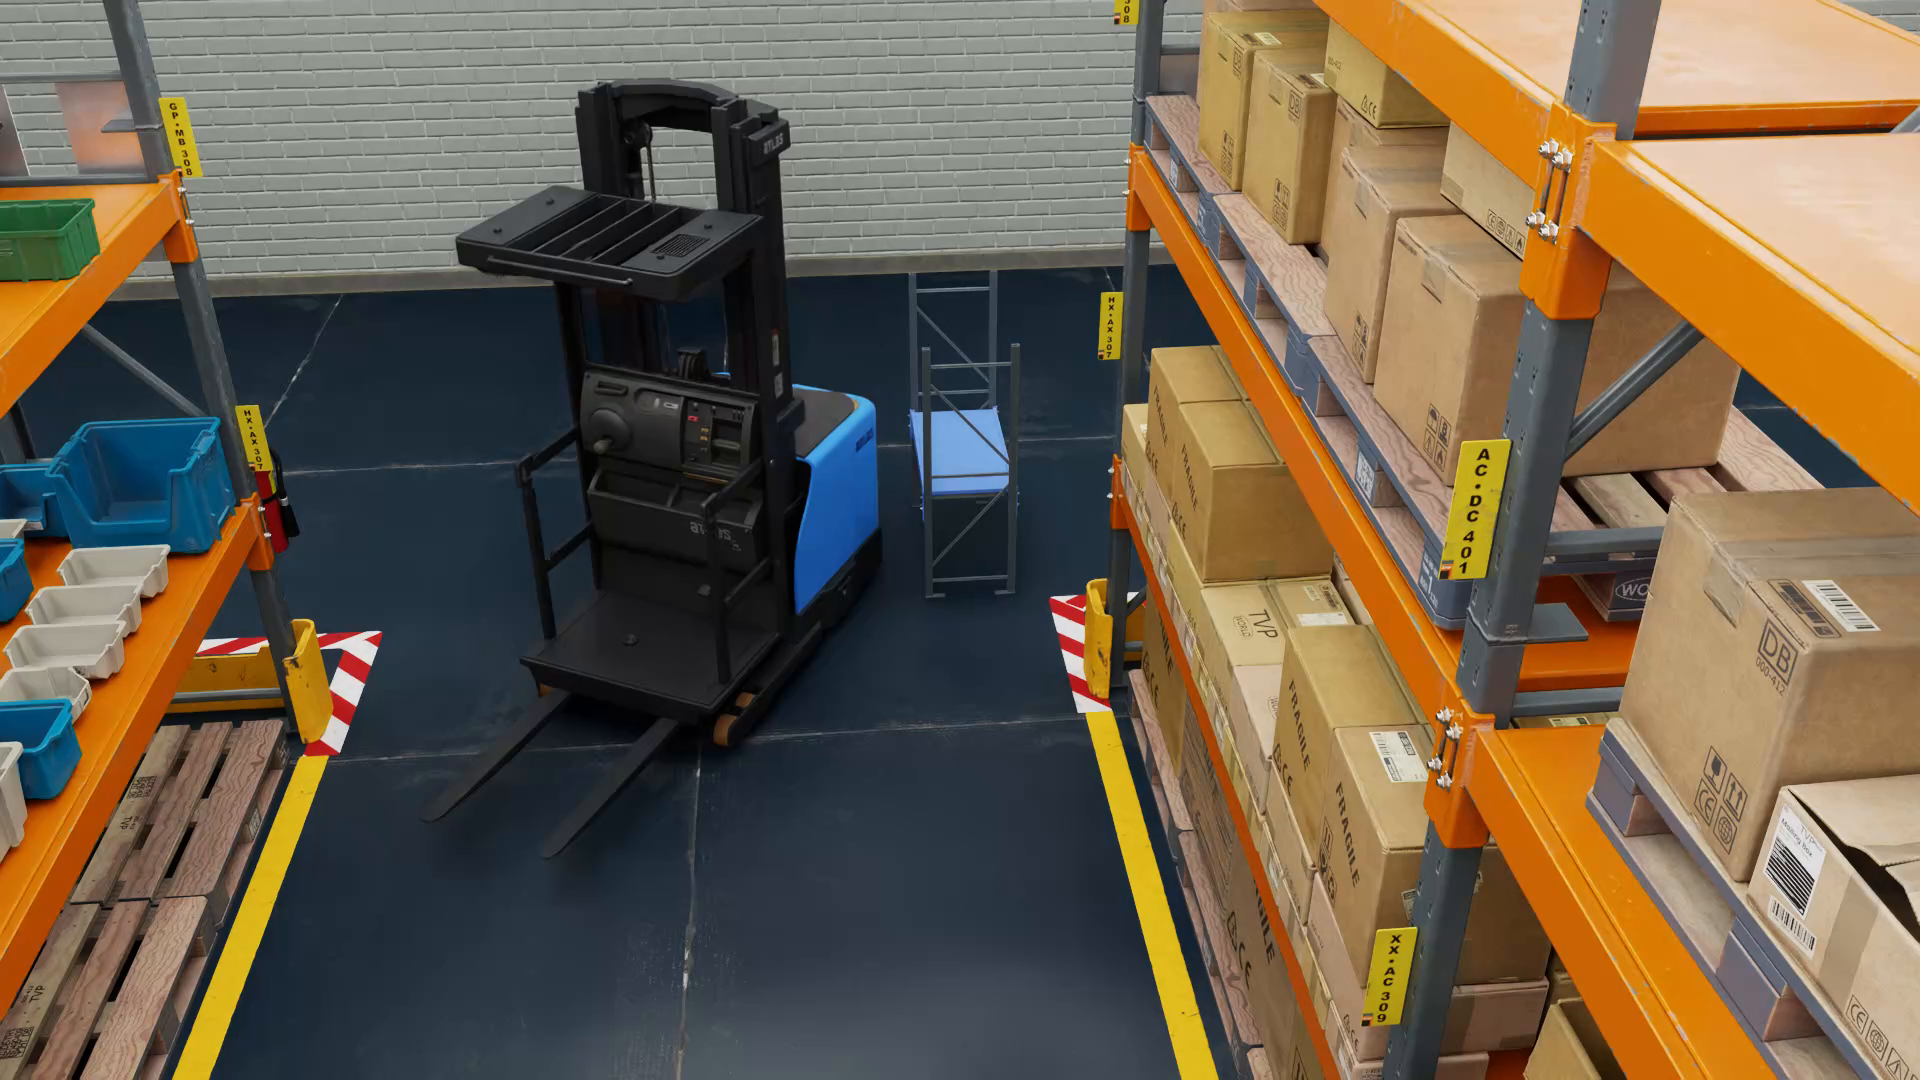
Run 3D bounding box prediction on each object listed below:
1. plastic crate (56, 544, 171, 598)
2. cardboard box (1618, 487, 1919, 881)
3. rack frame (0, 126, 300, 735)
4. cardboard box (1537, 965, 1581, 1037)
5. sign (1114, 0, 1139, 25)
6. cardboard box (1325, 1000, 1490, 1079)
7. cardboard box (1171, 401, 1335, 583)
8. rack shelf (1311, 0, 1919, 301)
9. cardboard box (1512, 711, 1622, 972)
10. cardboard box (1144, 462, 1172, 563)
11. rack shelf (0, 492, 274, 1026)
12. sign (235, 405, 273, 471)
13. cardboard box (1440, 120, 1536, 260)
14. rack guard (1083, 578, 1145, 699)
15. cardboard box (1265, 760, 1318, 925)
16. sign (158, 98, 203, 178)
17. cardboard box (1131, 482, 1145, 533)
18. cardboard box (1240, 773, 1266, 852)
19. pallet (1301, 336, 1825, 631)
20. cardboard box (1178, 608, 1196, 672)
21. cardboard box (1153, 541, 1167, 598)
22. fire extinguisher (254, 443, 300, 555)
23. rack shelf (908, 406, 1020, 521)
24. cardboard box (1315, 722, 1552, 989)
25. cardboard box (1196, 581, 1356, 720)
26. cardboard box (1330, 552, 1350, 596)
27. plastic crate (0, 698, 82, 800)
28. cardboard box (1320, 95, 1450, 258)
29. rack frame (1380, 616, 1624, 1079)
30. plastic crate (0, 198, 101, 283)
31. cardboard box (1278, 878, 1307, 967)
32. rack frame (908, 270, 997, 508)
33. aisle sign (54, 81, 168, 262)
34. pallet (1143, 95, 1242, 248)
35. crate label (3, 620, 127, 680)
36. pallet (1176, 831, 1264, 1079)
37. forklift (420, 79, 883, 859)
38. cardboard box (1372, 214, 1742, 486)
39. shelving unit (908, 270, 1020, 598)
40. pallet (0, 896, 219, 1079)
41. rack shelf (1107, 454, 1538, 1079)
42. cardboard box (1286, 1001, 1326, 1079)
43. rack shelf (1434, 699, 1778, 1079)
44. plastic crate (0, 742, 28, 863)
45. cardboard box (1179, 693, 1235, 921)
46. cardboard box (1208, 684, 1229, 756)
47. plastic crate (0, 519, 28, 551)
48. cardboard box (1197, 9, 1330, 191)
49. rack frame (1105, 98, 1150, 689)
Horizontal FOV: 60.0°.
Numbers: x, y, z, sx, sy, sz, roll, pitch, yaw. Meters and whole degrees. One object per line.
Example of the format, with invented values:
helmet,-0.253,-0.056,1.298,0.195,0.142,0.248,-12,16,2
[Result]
plastic crate,-3.440,0.147,6.777,0.396,0.136,0.243,-3,31,-5
cardboard box,1.673,0.242,2.988,0.700,0.500,0.500,-2,31,-3
rack frame,-3.697,-0.348,7.407,1.000,3.000,0.127,-3,31,-5
cardboard box,1.825,1.141,4.770,0.500,0.250,0.500,-3,31,-5
sign,0.682,-2.258,6.752,0.100,0.325,0.005,-3,31,-5
cardboard box,1.254,1.425,4.684,0.380,0.149,0.250,-3,31,-4
cardboard box,1.112,-0.193,6.273,0.500,0.500,0.500,-4,31,-6
rack shelf,1.422,-1.659,4.844,1.077,0.370,4.000,-3,31,-5
cardboard box,1.818,0.815,4.585,0.500,0.500,0.500,-3,31,-5
cardboard box,1.066,-0.125,6.891,0.500,0.250,0.500,-3,31,-5
rack shelf,-3.510,0.982,5.882,1.077,0.370,4.000,-3,31,-5
sign,-3.150,-0.452,7.424,0.100,0.325,0.005,-3,31,-5
cardboard box,1.527,-0.899,4.070,0.500,0.250,0.500,-5,31,-8
rack guard,1.233,0.476,8.466,1.175,0.500,0.348,-3,31,-5
cardboard box,1.255,0.917,5.146,0.500,0.250,0.500,-2,31,-3
sign,-3.150,-1.625,6.723,0.100,0.325,0.005,-3,31,-5
cardboard box,0.965,-0.149,7.320,0.380,0.149,0.250,-3,31,-5
cardboard box,1.157,0.900,5.564,0.380,0.149,0.250,-2,31,-4
pallet,1.542,-0.211,4.339,1.003,0.211,1.213,-3,31,-5
cardboard box,1.062,0.376,6.440,0.380,0.149,0.250,-3,31,-5
cardboard box,1.015,0.115,6.878,0.380,0.149,0.250,-3,31,-5
fire extinguisher,-3.258,-0.253,7.688,0.296,0.674,0.183,-3,31,-5
rack shelf,0.008,-0.446,9.385,0.538,0.185,1.000,-3,31,-5
cardboard box,1.299,0.850,4.527,0.500,0.500,0.500,-2,31,-3
cardboard box,1.163,0.398,6.016,0.500,0.250,0.500,-3,31,-6
cardboard box,1.639,0.105,6.505,0.500,0.250,0.500,-4,31,-6
plastic crate,-3.249,0.735,5.700,0.416,0.233,0.300,-3,31,-5
cardboard box,1.522,-1.042,5.040,0.700,0.500,0.500,-1,31,-2
rack frame,1.608,1.457,4.386,1.000,3.000,0.127,-3,31,-5
plastic crate,-3.320,-1.055,5.872,0.450,0.188,0.336,-3,31,-5
cardboard box,1.206,1.163,5.124,0.380,0.149,0.250,-3,31,-5
rack frame,-0.040,-0.860,9.727,0.500,1.500,0.032,-3,31,-5
aisle sign,-3.412,-1.515,6.826,0.394,0.787,0.004,-3,31,-5
pallet,1.314,-1.456,6.425,1.003,0.211,1.213,-3,31,-5
crate label,-3.377,0.437,6.292,0.396,0.136,0.243,-3,31,-5
pallet,1.498,1.638,6.802,1.003,0.211,1.213,-3,31,-5
forklift,-1.473,-0.497,7.724,1.130,2.935,3.031,12,33,19
cardboard box,1.476,-0.493,4.122,0.700,0.500,0.500,-5,31,-8
shelving unit,0.008,-0.600,9.293,0.538,1.500,1.048,-3,31,-5
pallet,-3.547,1.894,6.374,1.003,0.211,1.213,-3,31,-5
rack shelf,1.422,0.745,6.280,1.077,0.370,4.000,-3,31,-5
cardboard box,1.626,1.848,5.393,0.875,0.875,0.875,-3,31,-5
rack shelf,1.795,1.499,2.091,1.077,0.370,4.000,-3,31,-5
plastic crate,-3.282,0.931,5.323,0.437,0.282,0.530,-3,31,-5
cardboard box,1.459,0.934,6.923,0.875,0.875,0.875,-3,31,-5
cardboard box,1.111,0.639,6.001,0.380,0.149,0.250,-2,31,-4
plastic crate,-4.054,0.049,6.941,0.250,0.136,0.298,-3,31,-5
cardboard box,1.269,-1.583,5.946,0.700,0.500,0.500,-4,31,-6
rack frame,1.235,-0.585,7.805,1.000,3.000,0.127,-3,31,-5
